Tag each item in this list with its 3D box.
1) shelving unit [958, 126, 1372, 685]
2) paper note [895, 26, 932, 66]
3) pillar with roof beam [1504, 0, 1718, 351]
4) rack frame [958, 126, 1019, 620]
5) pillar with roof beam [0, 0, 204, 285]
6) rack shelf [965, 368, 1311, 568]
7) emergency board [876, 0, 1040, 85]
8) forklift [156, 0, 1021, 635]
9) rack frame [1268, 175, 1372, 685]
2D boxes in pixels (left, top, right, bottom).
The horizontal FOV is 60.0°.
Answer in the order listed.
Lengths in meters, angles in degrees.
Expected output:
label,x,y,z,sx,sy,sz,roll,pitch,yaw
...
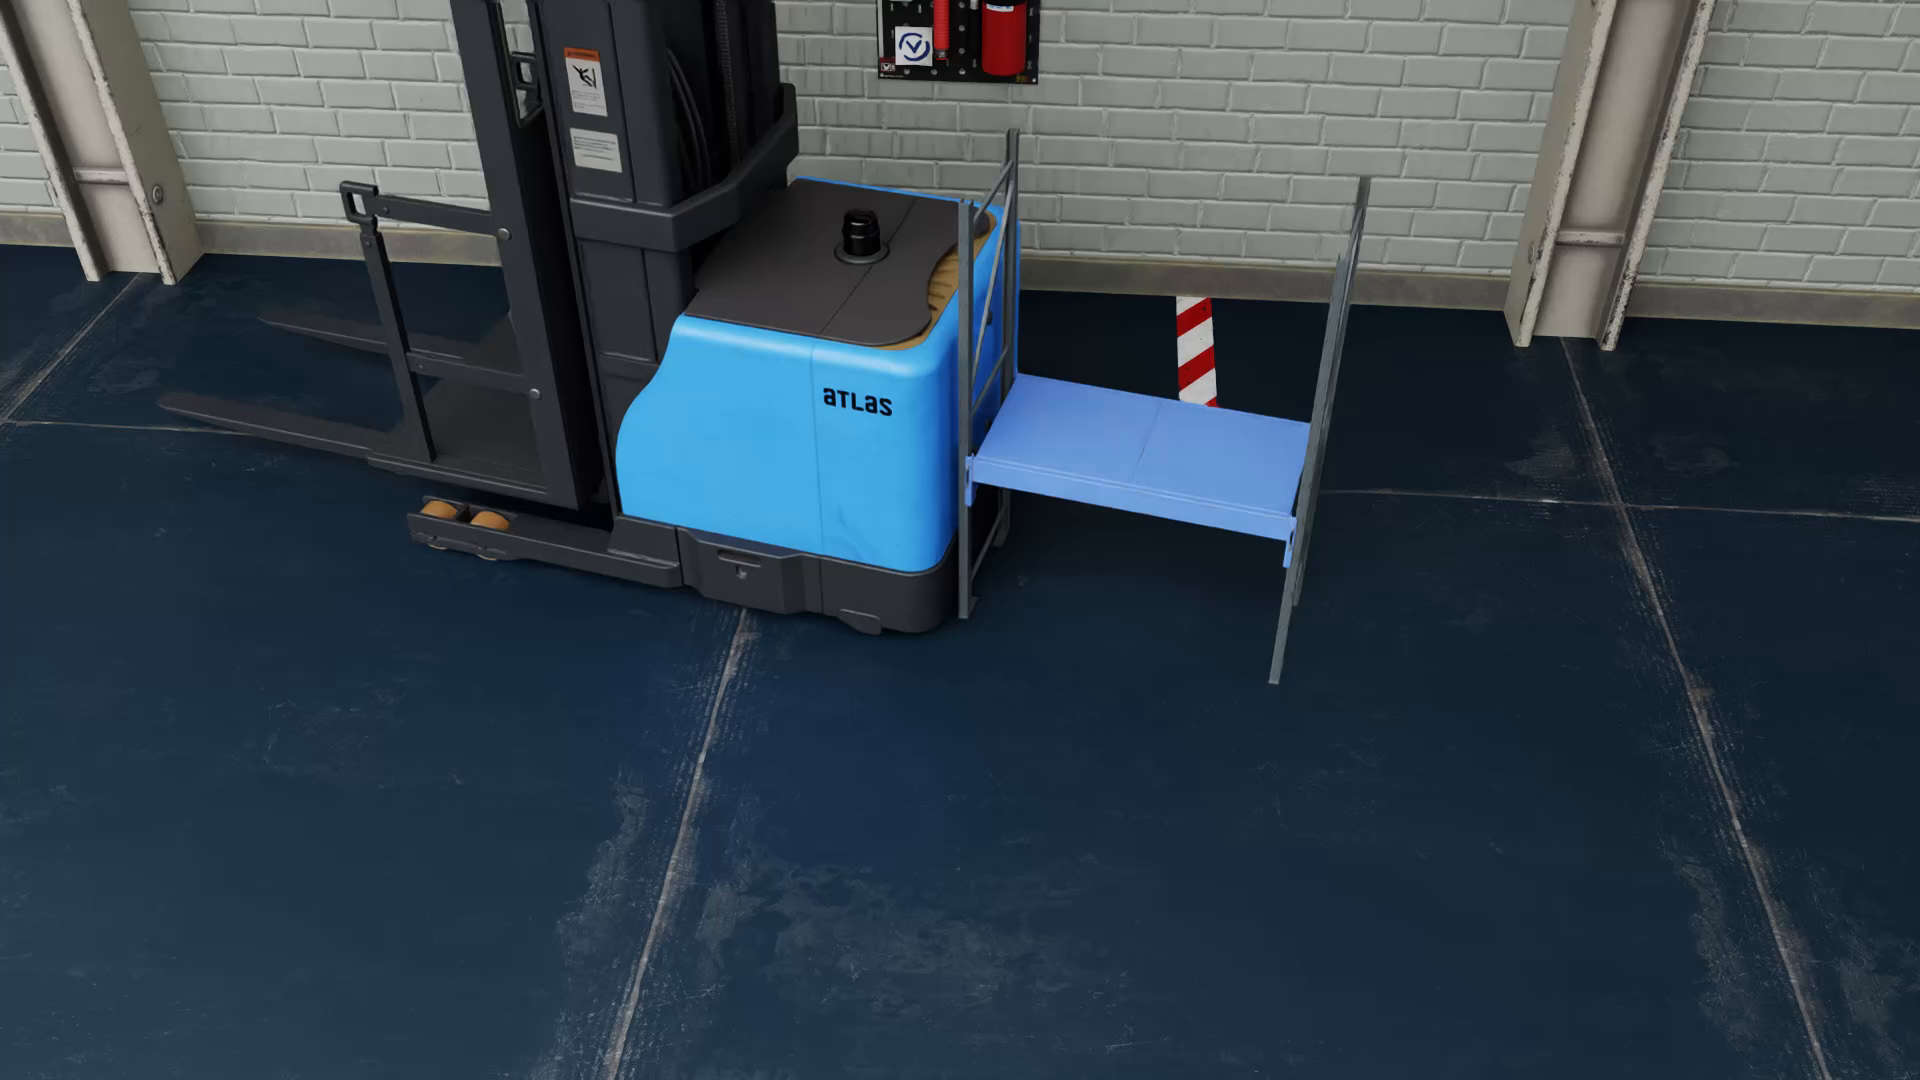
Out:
label,x,y,z,sx,sy,sz,roll,pitch,yaw
shelving unit,0.569,-0.378,5.026,1.048,1.500,0.538,11,40,13
paper note,-0.178,-1.903,6.409,0.142,0.148,0.016,3,39,4
pillar with roof beam,2.080,-1.652,0.651,0.400,9.000,9.100,3,39,4
rack frame,0.084,-0.474,5.144,0.032,1.500,0.500,11,40,13
pillar with roof beam,-3.898,-1.979,1.052,0.400,9.000,9.100,3,39,4
rack shelf,0.569,-0.238,5.139,1.000,0.185,0.538,11,40,13
emergency board,-0.008,-2.191,6.066,0.643,1.169,0.194,3,39,4
forklift,-1.364,-1.372,5.114,3.031,2.935,1.130,11,40,13
rack frame,1.054,-0.281,4.907,0.032,1.500,0.500,11,40,13
